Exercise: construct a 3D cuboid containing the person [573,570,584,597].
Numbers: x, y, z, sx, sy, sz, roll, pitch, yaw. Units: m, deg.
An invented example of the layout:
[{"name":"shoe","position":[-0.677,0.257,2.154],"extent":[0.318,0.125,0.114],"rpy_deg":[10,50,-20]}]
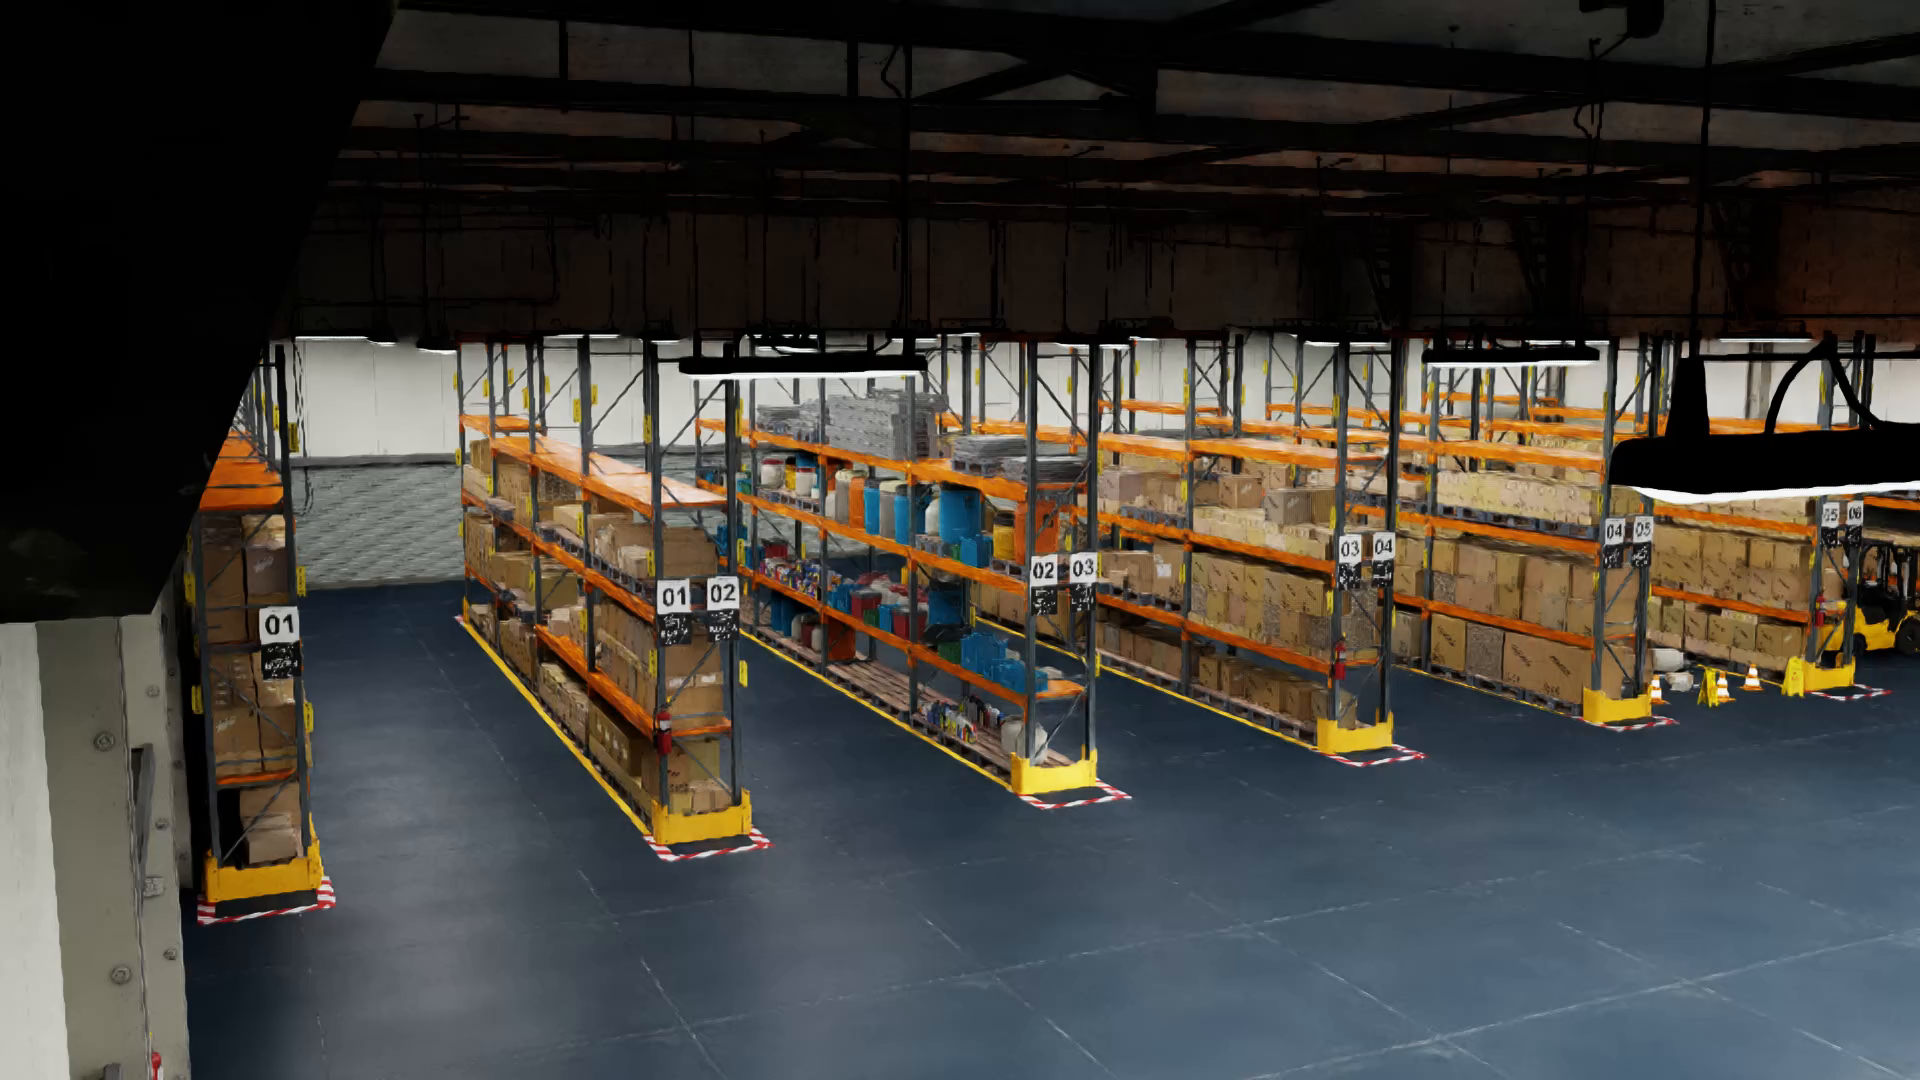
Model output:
[{"name":"person","position":[-8.045,0.749,35.126],"extent":[0.555,1.725,1.029],"rpy_deg":[-4,9,-25]}]
